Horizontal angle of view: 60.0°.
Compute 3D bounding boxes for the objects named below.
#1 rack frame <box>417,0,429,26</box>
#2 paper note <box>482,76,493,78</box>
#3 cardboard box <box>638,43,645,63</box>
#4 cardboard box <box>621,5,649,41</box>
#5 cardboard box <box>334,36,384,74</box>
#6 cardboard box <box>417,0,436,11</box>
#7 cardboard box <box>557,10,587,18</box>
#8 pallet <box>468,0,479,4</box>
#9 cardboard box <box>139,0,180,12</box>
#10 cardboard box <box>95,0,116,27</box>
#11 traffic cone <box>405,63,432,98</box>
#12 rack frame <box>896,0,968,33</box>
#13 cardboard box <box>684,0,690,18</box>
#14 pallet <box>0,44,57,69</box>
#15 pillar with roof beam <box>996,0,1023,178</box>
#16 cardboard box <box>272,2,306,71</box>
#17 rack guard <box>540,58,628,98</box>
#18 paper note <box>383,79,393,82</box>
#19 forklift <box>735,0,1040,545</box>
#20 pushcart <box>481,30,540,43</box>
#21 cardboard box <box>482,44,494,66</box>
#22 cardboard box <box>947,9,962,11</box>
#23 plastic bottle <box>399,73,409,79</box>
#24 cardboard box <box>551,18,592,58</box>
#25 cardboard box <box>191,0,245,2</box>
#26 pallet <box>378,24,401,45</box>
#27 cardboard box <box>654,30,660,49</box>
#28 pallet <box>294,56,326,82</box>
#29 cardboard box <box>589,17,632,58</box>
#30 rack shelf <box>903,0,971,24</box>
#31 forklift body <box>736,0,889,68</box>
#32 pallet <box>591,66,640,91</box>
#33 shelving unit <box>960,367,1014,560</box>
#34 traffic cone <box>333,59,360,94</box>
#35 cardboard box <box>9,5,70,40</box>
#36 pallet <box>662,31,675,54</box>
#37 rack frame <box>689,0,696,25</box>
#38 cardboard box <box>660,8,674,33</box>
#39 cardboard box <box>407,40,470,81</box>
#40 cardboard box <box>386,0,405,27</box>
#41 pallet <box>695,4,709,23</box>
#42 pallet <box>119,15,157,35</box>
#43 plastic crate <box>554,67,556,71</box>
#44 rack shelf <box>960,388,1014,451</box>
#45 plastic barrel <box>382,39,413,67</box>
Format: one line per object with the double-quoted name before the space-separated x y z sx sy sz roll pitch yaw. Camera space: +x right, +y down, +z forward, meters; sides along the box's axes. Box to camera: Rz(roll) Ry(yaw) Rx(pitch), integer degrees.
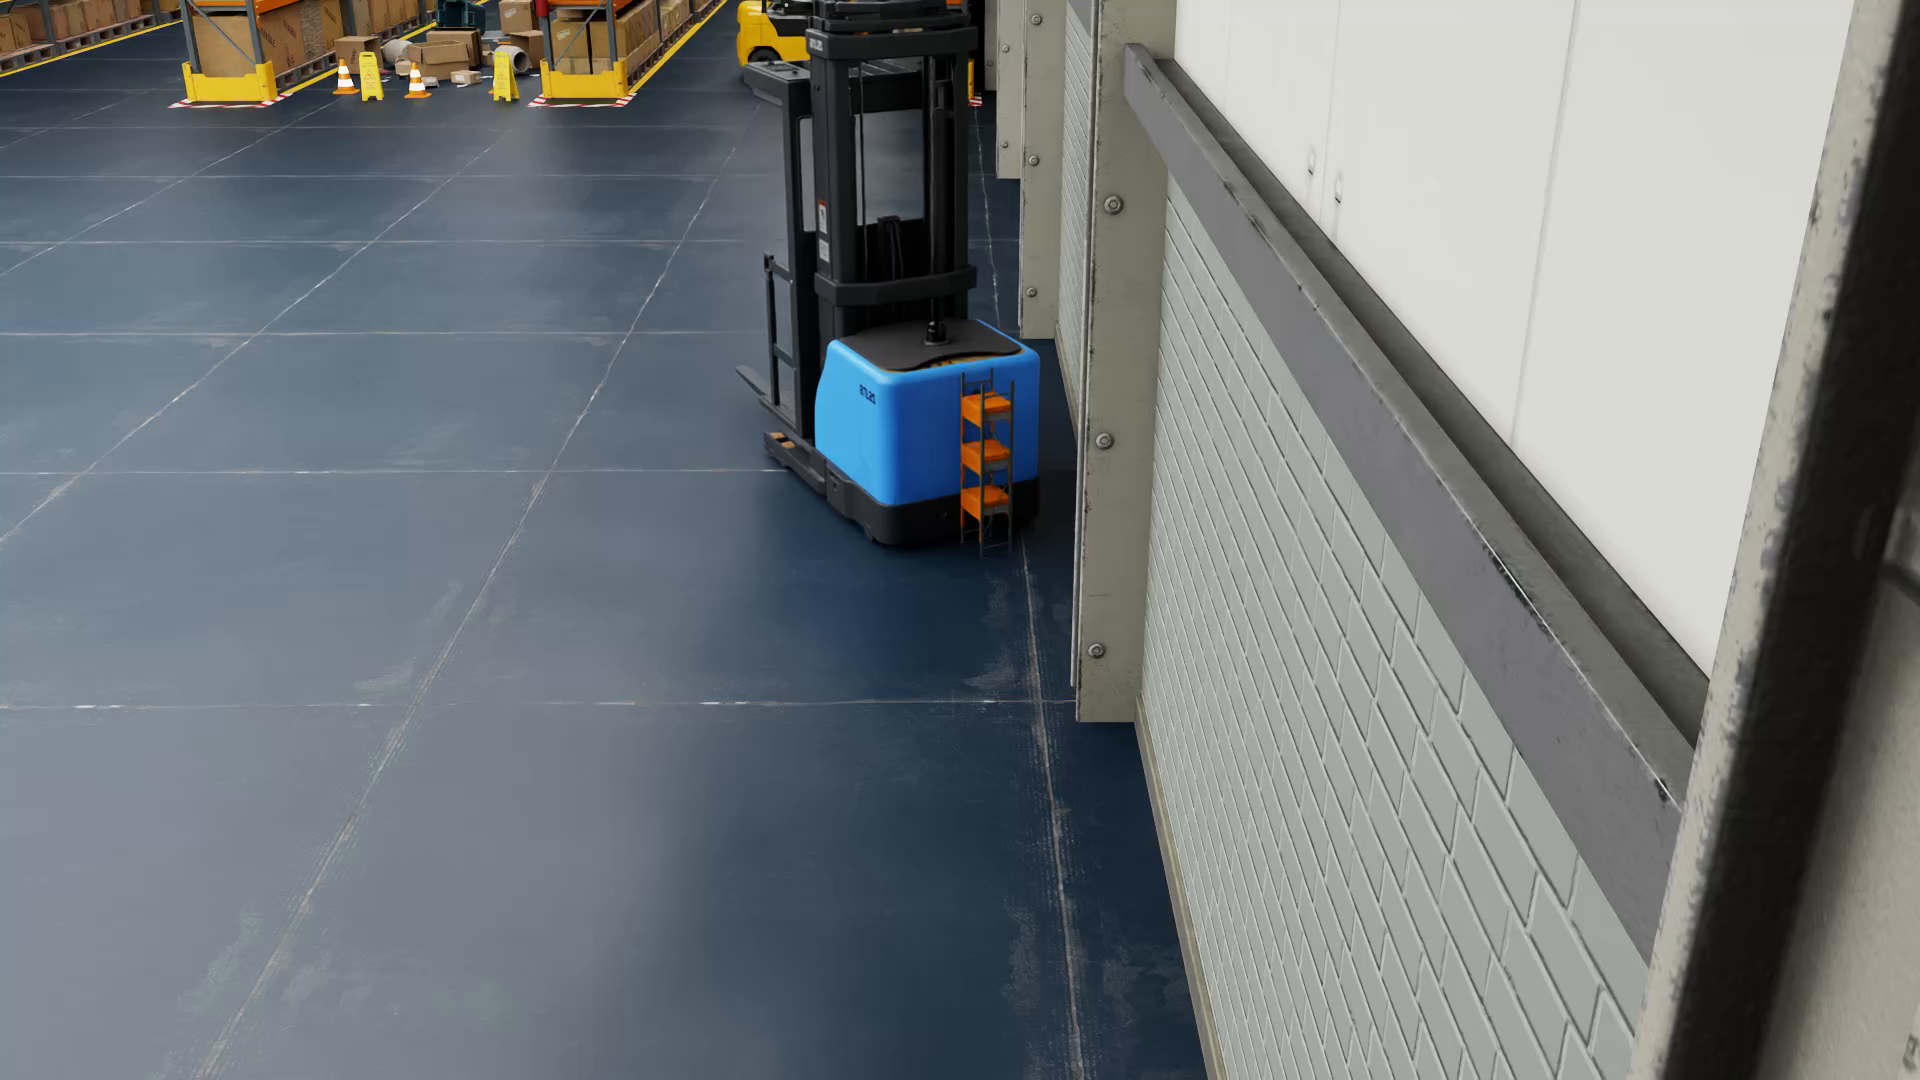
"rack frame" -10.387 -10.925 30.265 1.000 3.000 0.127 0 24 -1
"paper note" -7.211 -7.065 25.349 0.148 0.019 0.142 8 26 18
"cardboard box" -5.100 -7.399 25.298 0.500 0.250 0.500 1 24 3
"cardboard box" -5.105 -7.958 25.623 0.500 0.500 0.500 1 24 2
"cardboard box" -9.300 -7.504 25.731 0.500 0.500 0.500 4 25 9
"cardboard box" -10.139 -10.270 31.341 0.500 0.500 0.500 -1 24 -3
"cardboard box" -5.691 -7.748 24.371 0.380 0.149 0.250 0 24 1
"pallet" -10.420 -10.982 33.775 1.003 0.211 1.213 0 24 -1
"cardboard box" -15.334 -10.452 31.288 1.225 0.875 0.875 -1 24 -3
"cardboard box" -15.288 -9.268 29.100 0.700 0.500 0.500 2 24 4
"traffic cone" -7.752 -6.563 23.699 0.336 0.463 0.334 0 24 -1
"rack frame" -0.387 -7.716 23.170 1.000 3.000 0.127 0 24 -1
"cardboard box" -5.442 -9.750 30.347 0.950 0.372 0.625 -2 24 -4
"pallet" -15.261 -7.749 26.627 1.003 0.211 1.213 0 24 -1
"pillar with roof beam" -3.733 -8.249 17.068 9.100 9.000 0.400 0 24 -1
"cardboard box" -10.384 -7.493 24.747 0.875 0.875 0.875 -1 24 -1
"rack guard" -5.352 -6.585 23.702 1.175 0.500 0.348 0 24 -1
"paper note" -8.618 -6.911 24.996 0.144 0.017 0.142 8 26 18
"forklift" -0.637 -1.882 10.354 1.130 2.935 3.031 -12 27 -24
"pushcart" -7.674 -8.115 27.234 1.648 0.377 0.936 -9 26 -19
"cardboard box" -7.532 -7.749 26.562 0.258 0.266 0.396 -19 31 -36
"cardboard box" -0.206 -7.932 25.262 0.500 0.250 0.500 -1 24 -2
"plastic bottle" -8.458 -7.054 25.272 0.133 0.061 0.283 -9 26 -19
"cardboard box" -5.620 -7.301 24.171 0.500 0.500 0.500 0 24 0
"cardboard box" -10.349 -7.849 23.283 0.875 0.550 0.550 0 24 -1
"pallet" -10.443 -8.828 29.012 1.003 0.211 1.213 0 24 -1
"cardboard box" -5.119 -8.037 26.706 0.500 0.250 0.500 1 24 2
"pallet" -10.397 -7.188 25.388 1.003 0.211 1.213 0 24 -1
"cardboard box" -5.084 -7.316 24.203 0.500 0.500 0.500 -1 24 -2
"rack shelf" -0.409 -8.212 25.141 1.077 0.370 4.000 0 24 -1
"forklift body" -2.232 -8.102 25.055 2.313 2.155 1.214 0 24 -1
"pallet" -5.325 -6.788 24.502 1.003 0.211 1.213 0 24 -1
"shelving unit" 0.152 -0.428 9.422 0.215 1.050 0.252 -12 27 -24
"traffic cone" -8.885 -6.698 23.997 0.336 0.463 0.334 0 24 -1
"cardboard box" -15.289 -8.610 27.648 0.700 0.500 0.500 -2 24 -5
"pallet" -5.404 -8.391 28.046 1.003 0.211 1.213 0 24 -1
"rack frame" -5.438 -10.989 30.406 1.000 3.000 0.127 0 24 -1
"cardboard box" -5.414 -8.847 28.350 0.950 0.372 0.625 1 24 3
"cardboard box" -7.901 -7.267 25.207 0.797 0.503 0.637 -19 31 -36
"cardboard box" -10.457 -9.480 29.290 1.050 0.750 0.750 0 24 0
"pallet" -5.371 -10.043 31.700 1.003 0.211 1.213 0 24 -1
"pallet" -15.340 -9.352 30.171 1.003 0.211 1.213 0 24 -1
"plastic crate" -6.197 -7.360 25.925 0.402 0.080 0.583 -9 26 -19
"rack shelf" 0.152 -0.677 9.309 0.215 0.259 0.240 -12 27 -24
"plastic barrel" -8.797 -7.642 26.133 0.512 0.421 0.421 19 30 35
